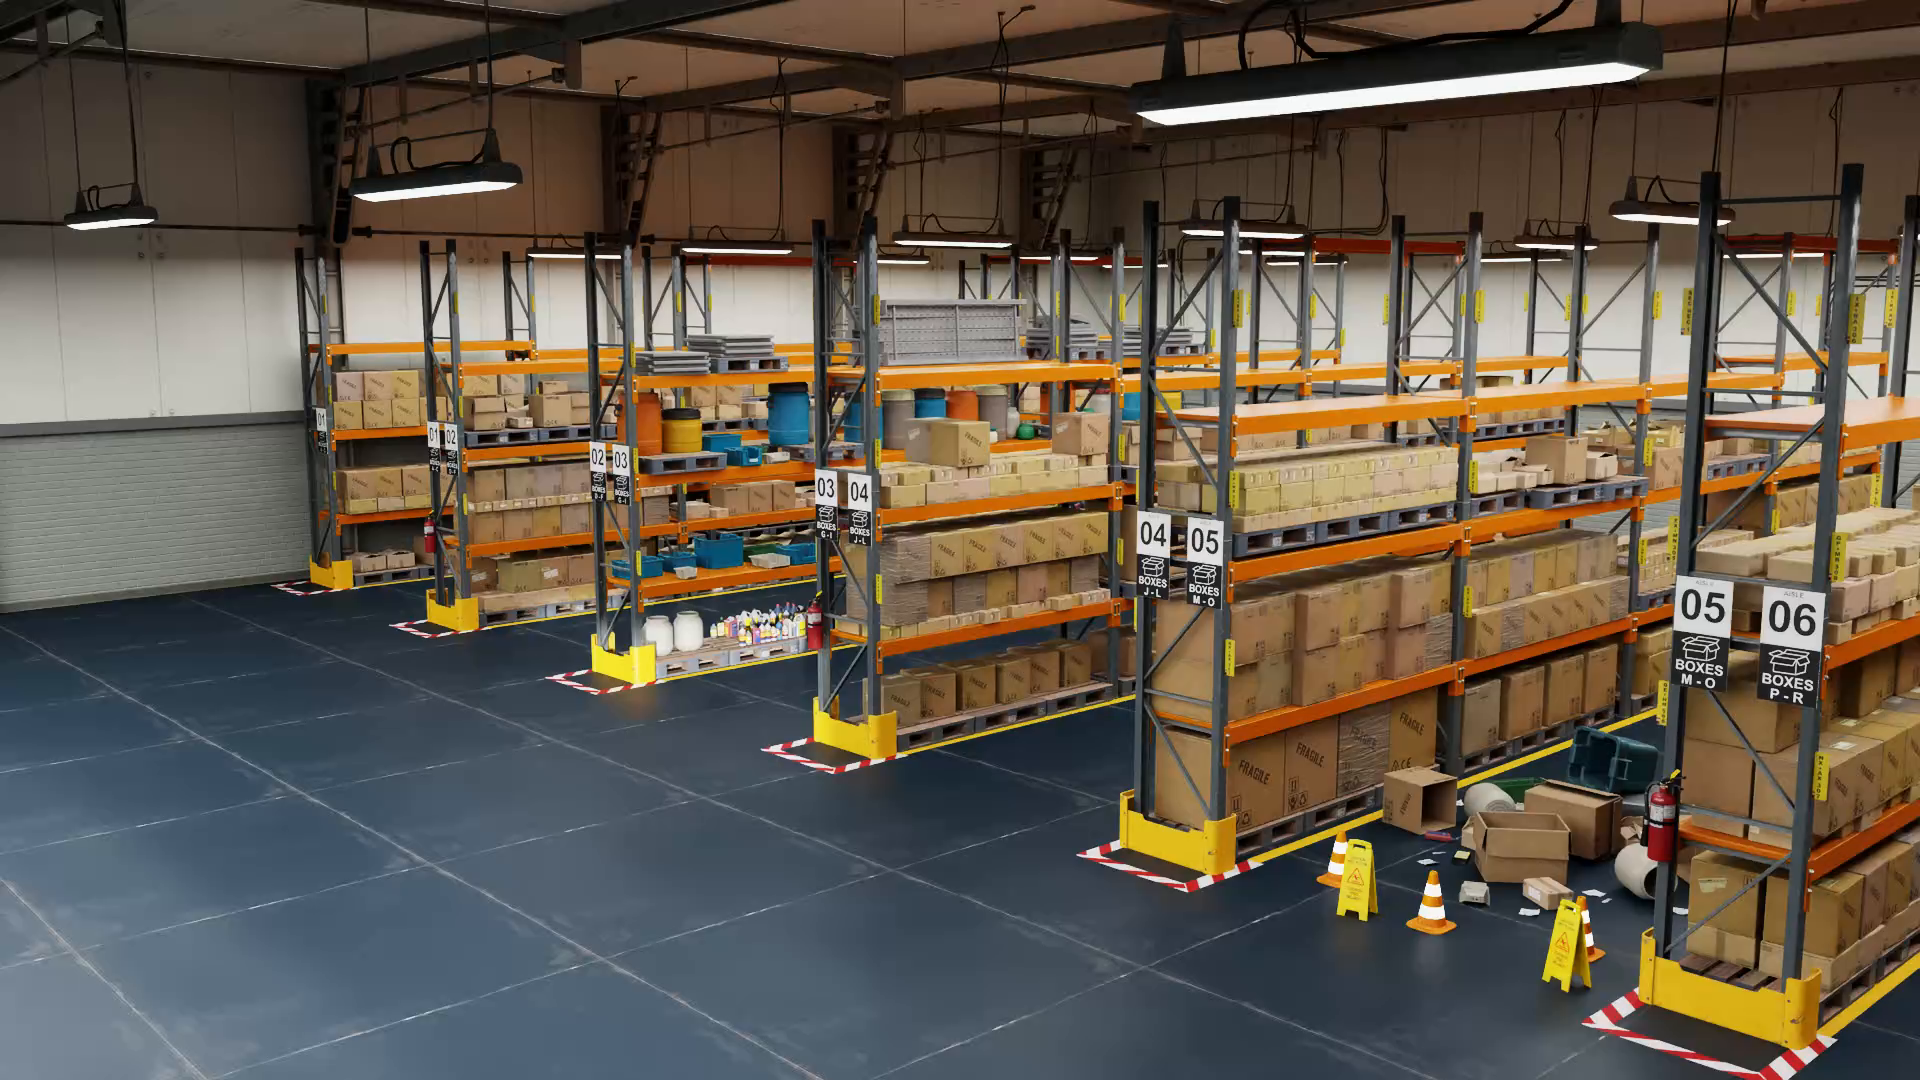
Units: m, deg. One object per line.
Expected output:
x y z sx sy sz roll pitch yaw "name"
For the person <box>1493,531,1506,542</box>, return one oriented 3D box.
8.101 0.685 25.107 0.567 1.716 0.704 7 11 40 "person"
